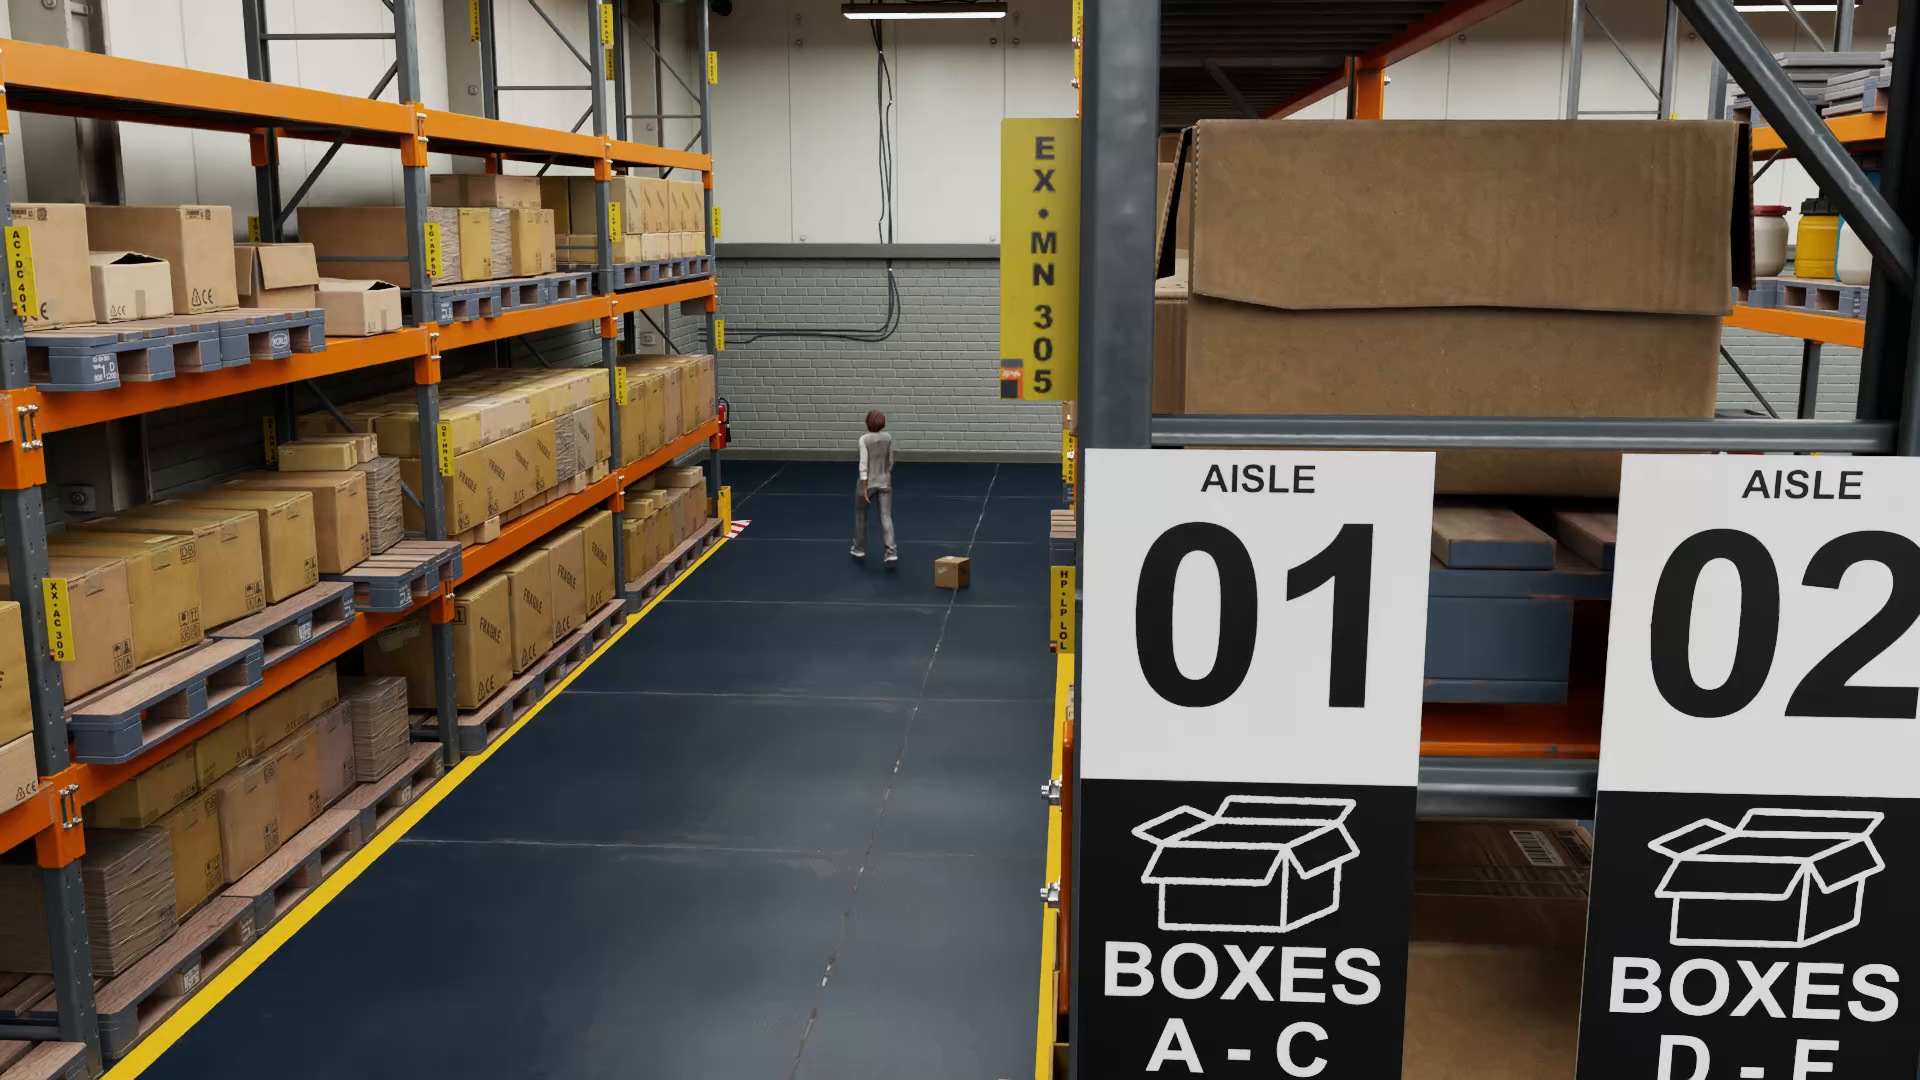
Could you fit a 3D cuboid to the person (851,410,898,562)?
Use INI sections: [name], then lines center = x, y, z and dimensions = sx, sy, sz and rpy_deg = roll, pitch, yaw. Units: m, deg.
[person]
center = -0.861, -0.560, 16.813
dimensions = 0.410, 1.539, 0.939
rpy_deg = -4, 12, -21
